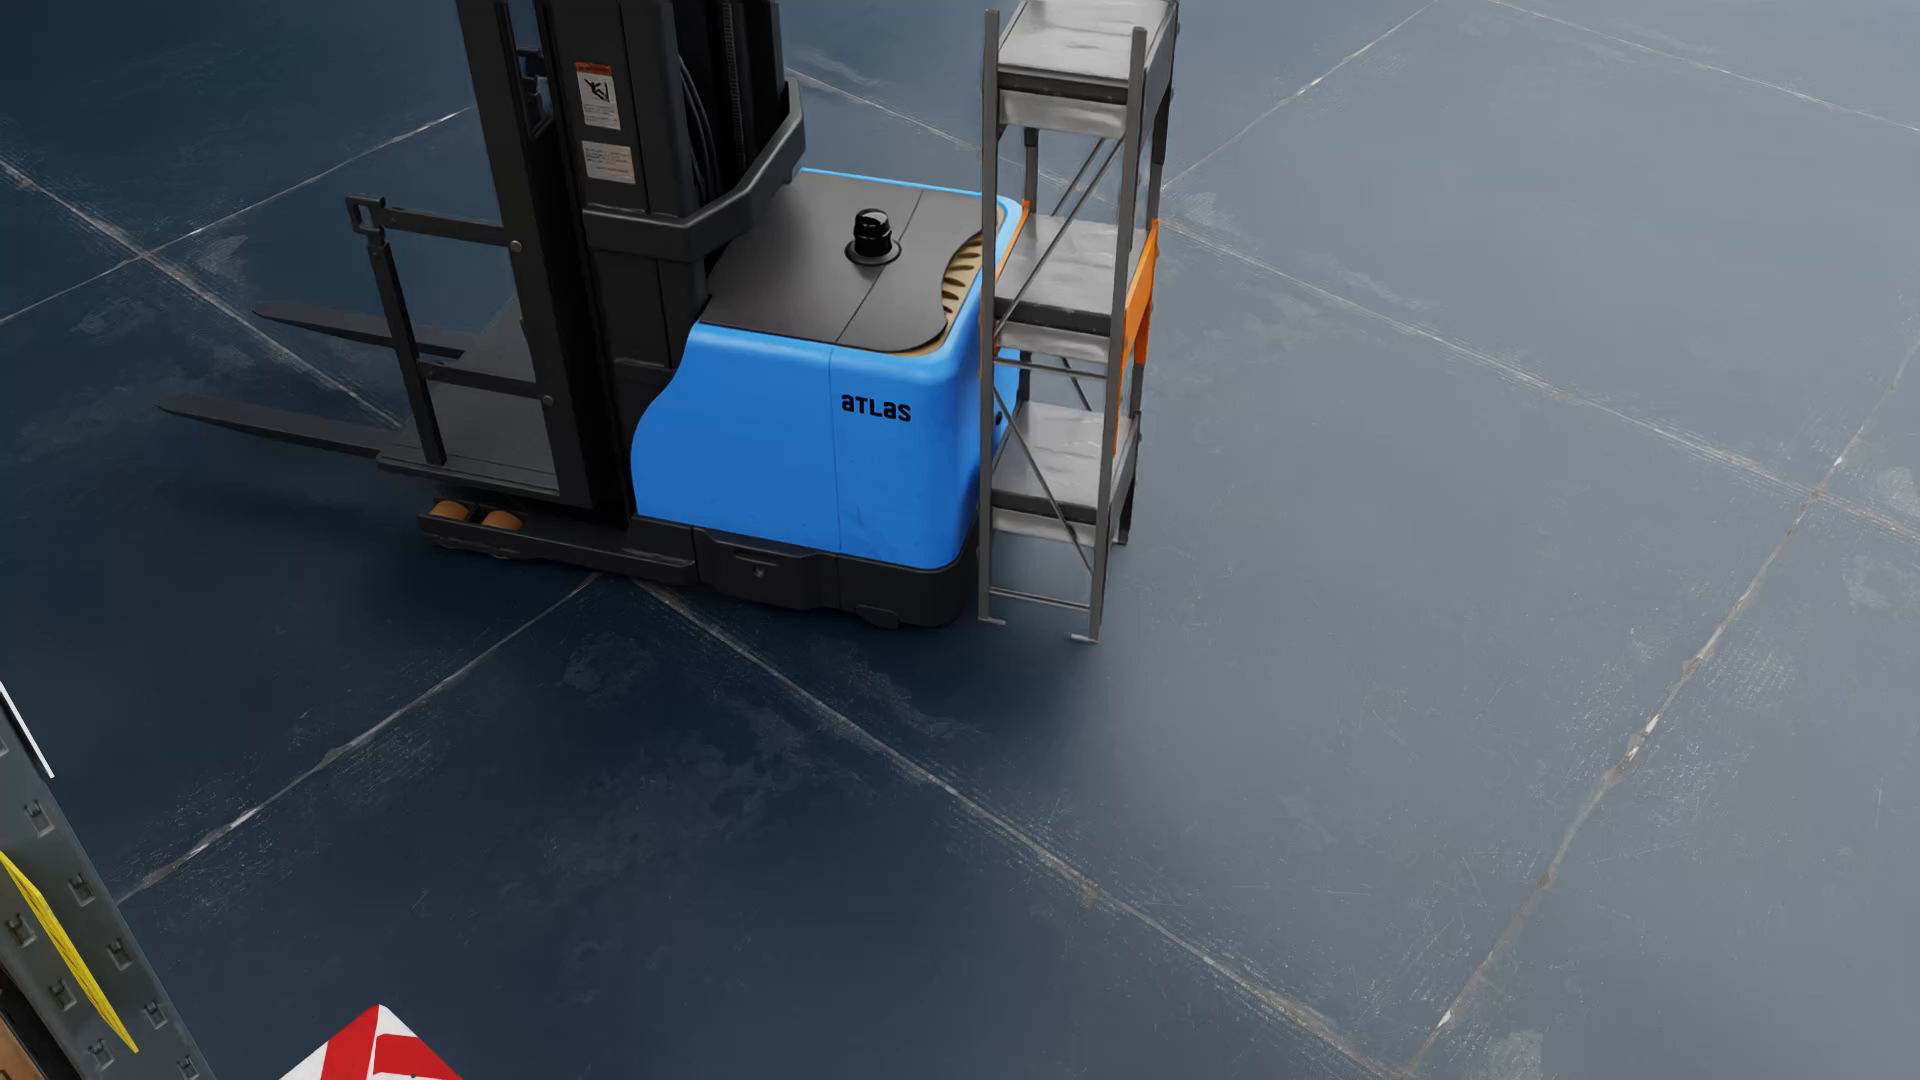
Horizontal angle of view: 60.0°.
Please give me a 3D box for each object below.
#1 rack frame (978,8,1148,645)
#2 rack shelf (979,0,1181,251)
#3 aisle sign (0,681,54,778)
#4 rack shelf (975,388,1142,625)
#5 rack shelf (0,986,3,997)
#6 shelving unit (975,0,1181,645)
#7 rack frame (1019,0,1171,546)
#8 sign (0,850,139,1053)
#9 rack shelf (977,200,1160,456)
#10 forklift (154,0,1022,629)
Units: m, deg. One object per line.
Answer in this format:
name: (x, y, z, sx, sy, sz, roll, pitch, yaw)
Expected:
rack frame: (0.254, -0.480, 4.717, 0.400, 2.100, 0.015, 11, 43, 11)
rack shelf: (0.320, -1.145, 4.429, 0.431, 0.518, 0.480, 11, 43, 11)
aisle sign: (-1.175, -0.108, 1.707, 0.394, 0.787, 0.004, 29, 50, 28)
rack shelf: (0.320, -0.110, 5.371, 0.431, 0.518, 0.480, 11, 43, 11)
rack shelf: (-2.738, 2.056, 1.794, 1.077, 0.370, 4.000, 29, 50, 28)
shelving unit: (0.320, -0.638, 4.891, 0.431, 2.100, 0.503, 11, 43, 11)
rack frame: (0.385, -0.796, 5.064, 0.400, 2.100, 0.015, 11, 43, 11)
sign: (-1.044, 0.486, 1.949, 0.100, 0.325, 0.005, 29, 50, 28)
rack shelf: (0.320, -0.628, 4.900, 0.431, 0.518, 0.480, 11, 43, 11)
forklift: (-1.341, -1.349, 5.055, 3.031, 2.935, 1.130, 11, 43, 11)
